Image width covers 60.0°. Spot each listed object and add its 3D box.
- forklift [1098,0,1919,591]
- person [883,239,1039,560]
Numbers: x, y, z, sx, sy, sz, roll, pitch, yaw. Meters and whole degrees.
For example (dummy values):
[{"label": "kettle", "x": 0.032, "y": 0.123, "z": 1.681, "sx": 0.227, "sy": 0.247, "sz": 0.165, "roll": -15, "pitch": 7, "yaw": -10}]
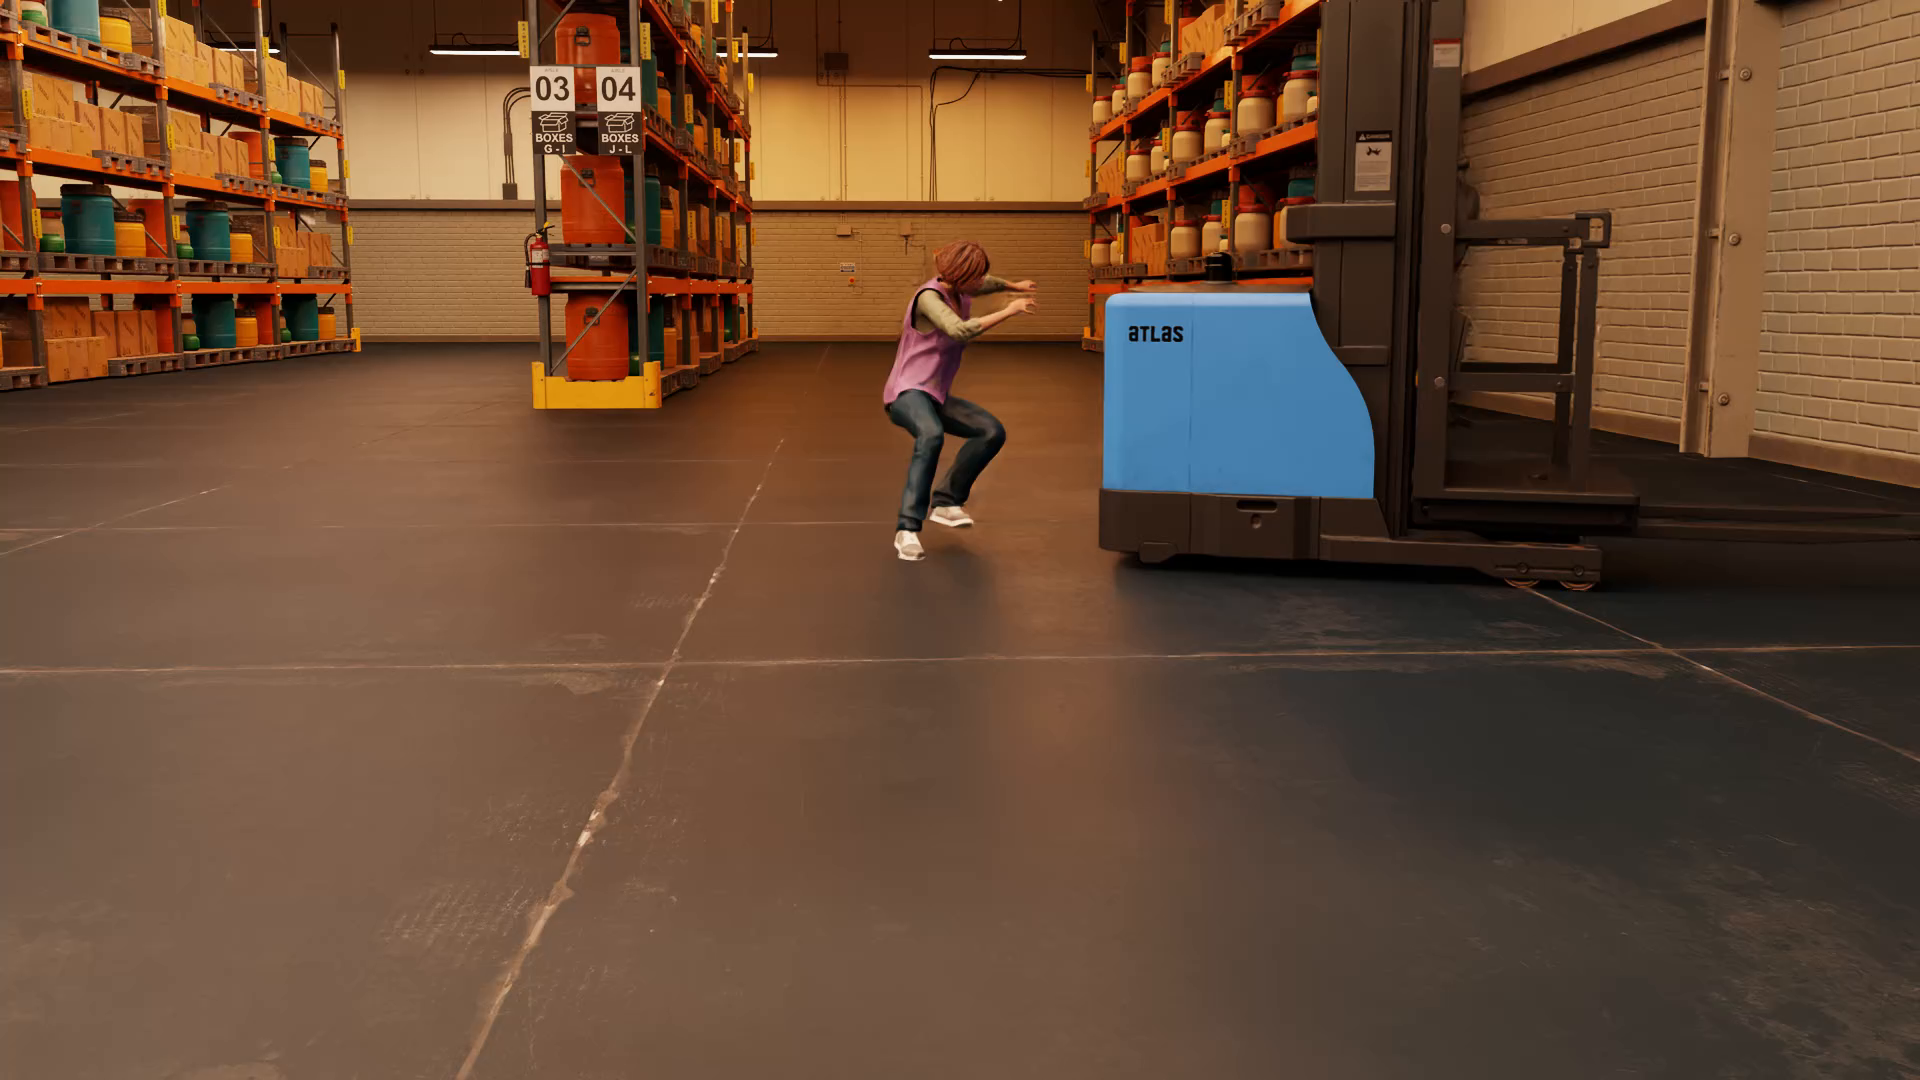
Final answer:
[{"label": "forklift", "x": 2.127, "y": -1.351, "z": 6.426, "sx": 3.031, "sy": 2.935, "sz": 1.130, "roll": 2, "pitch": 9, "yaw": 16}, {"label": "person", "x": 0.044, "y": -0.646, "z": 7.314, "sx": 0.704, "sy": 1.306, "sz": 1.380, "roll": 5, "pitch": 10, "yaw": 30}]
